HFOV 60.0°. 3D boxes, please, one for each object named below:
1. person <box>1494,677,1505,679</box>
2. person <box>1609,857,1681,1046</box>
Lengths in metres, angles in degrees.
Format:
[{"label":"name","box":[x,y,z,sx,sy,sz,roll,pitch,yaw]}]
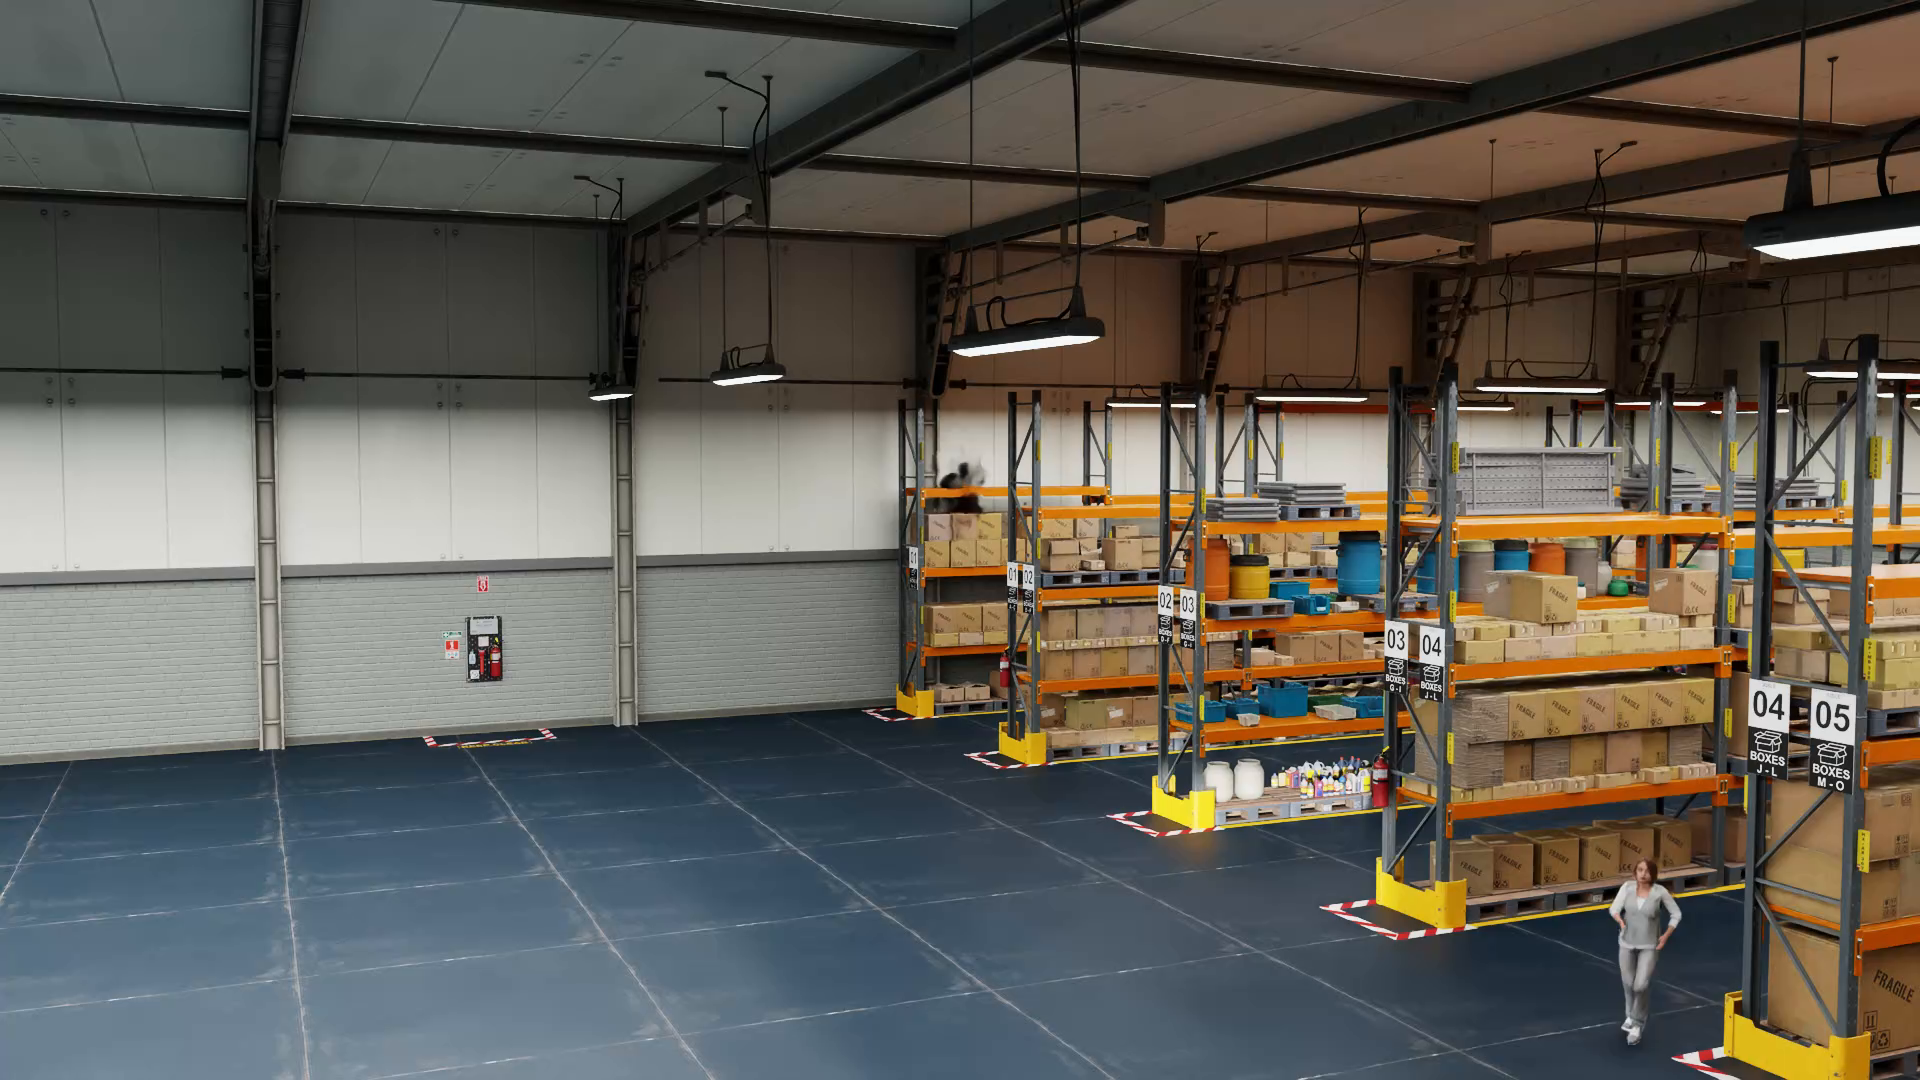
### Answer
[{"label":"person","box":[8.802,2.768,27.020,0.889,1.580,0.540,-2,4,-26]},{"label":"person","box":[5.860,3.529,14.305,0.554,1.615,0.592,3,4,38]}]
